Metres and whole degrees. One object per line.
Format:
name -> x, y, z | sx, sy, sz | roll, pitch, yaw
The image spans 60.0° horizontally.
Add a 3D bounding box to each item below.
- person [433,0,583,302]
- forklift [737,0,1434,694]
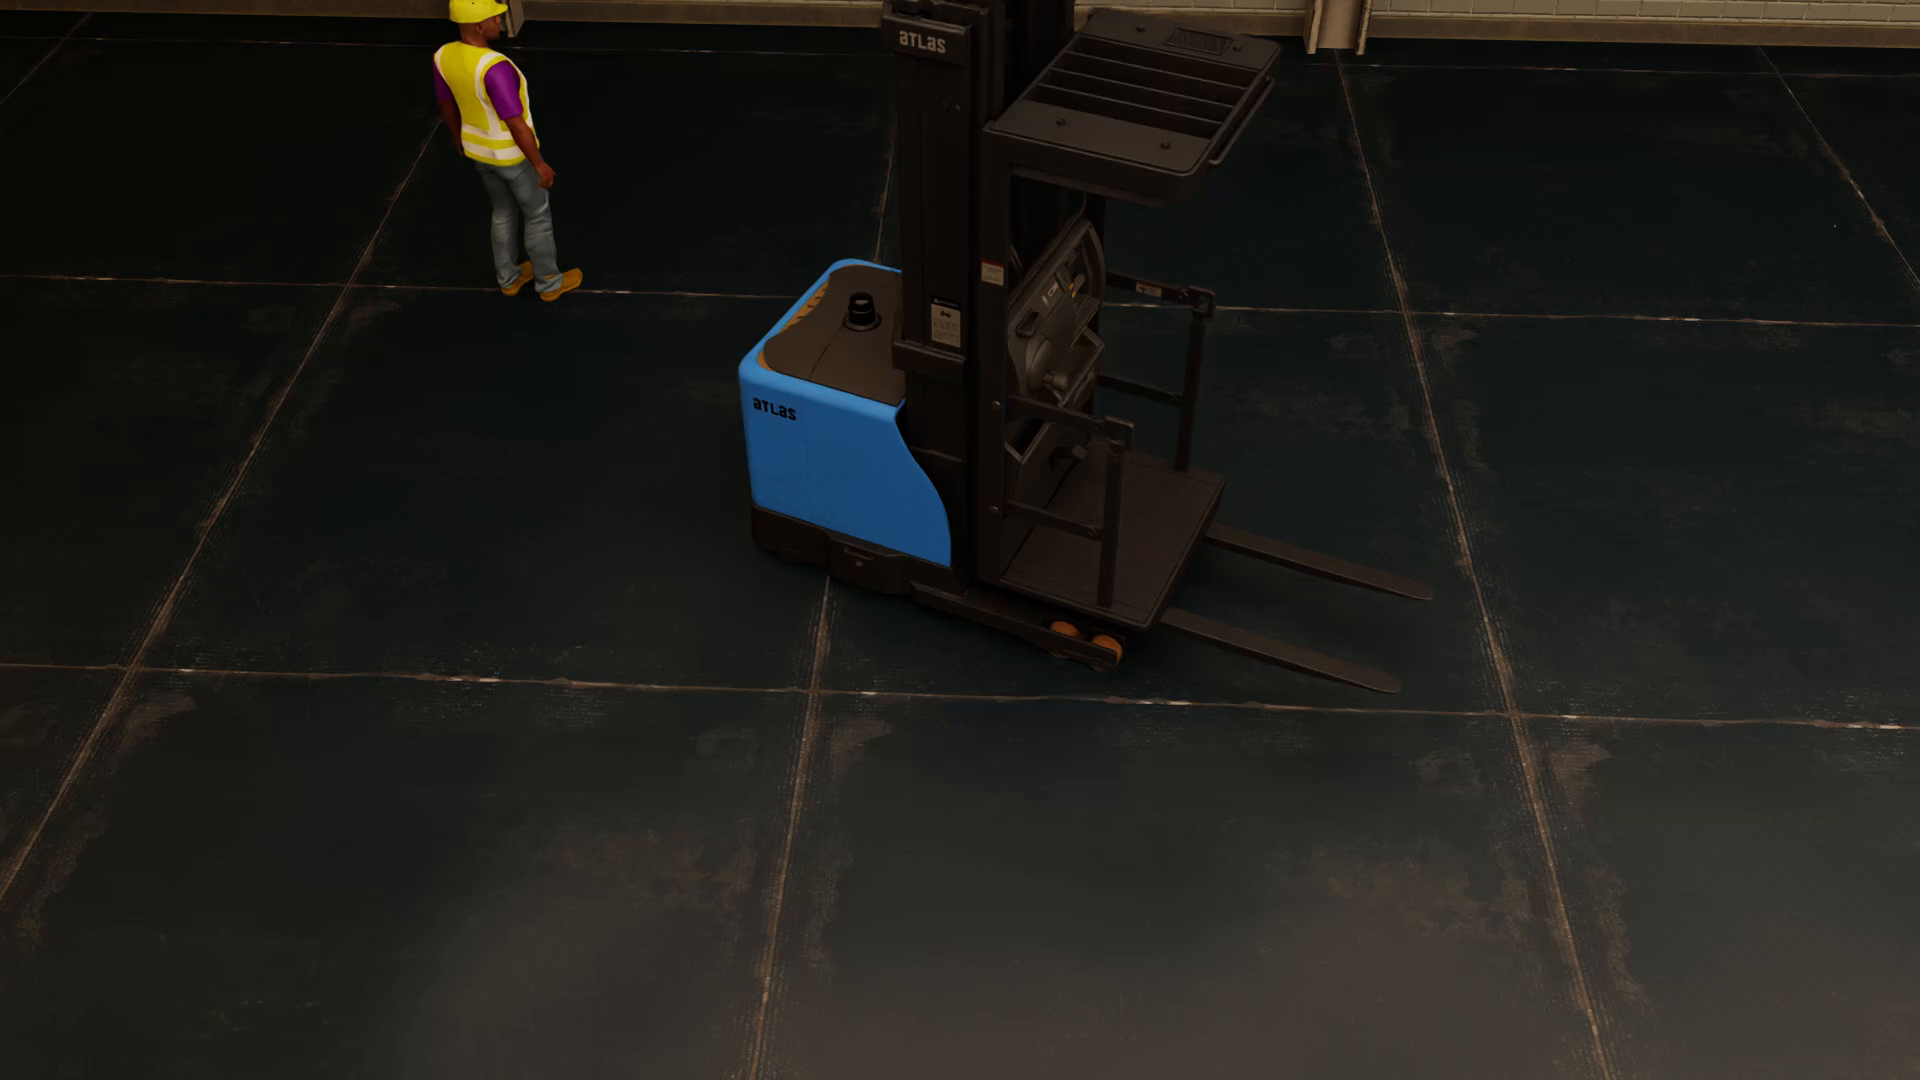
person -> -2.419, -2.104, 8.914 | 0.687, 1.768, 0.419 | 23, 47, 23
forklift -> 0.581, -0.916, 6.746 | 3.031, 2.935, 1.130 | 17, 45, 18
